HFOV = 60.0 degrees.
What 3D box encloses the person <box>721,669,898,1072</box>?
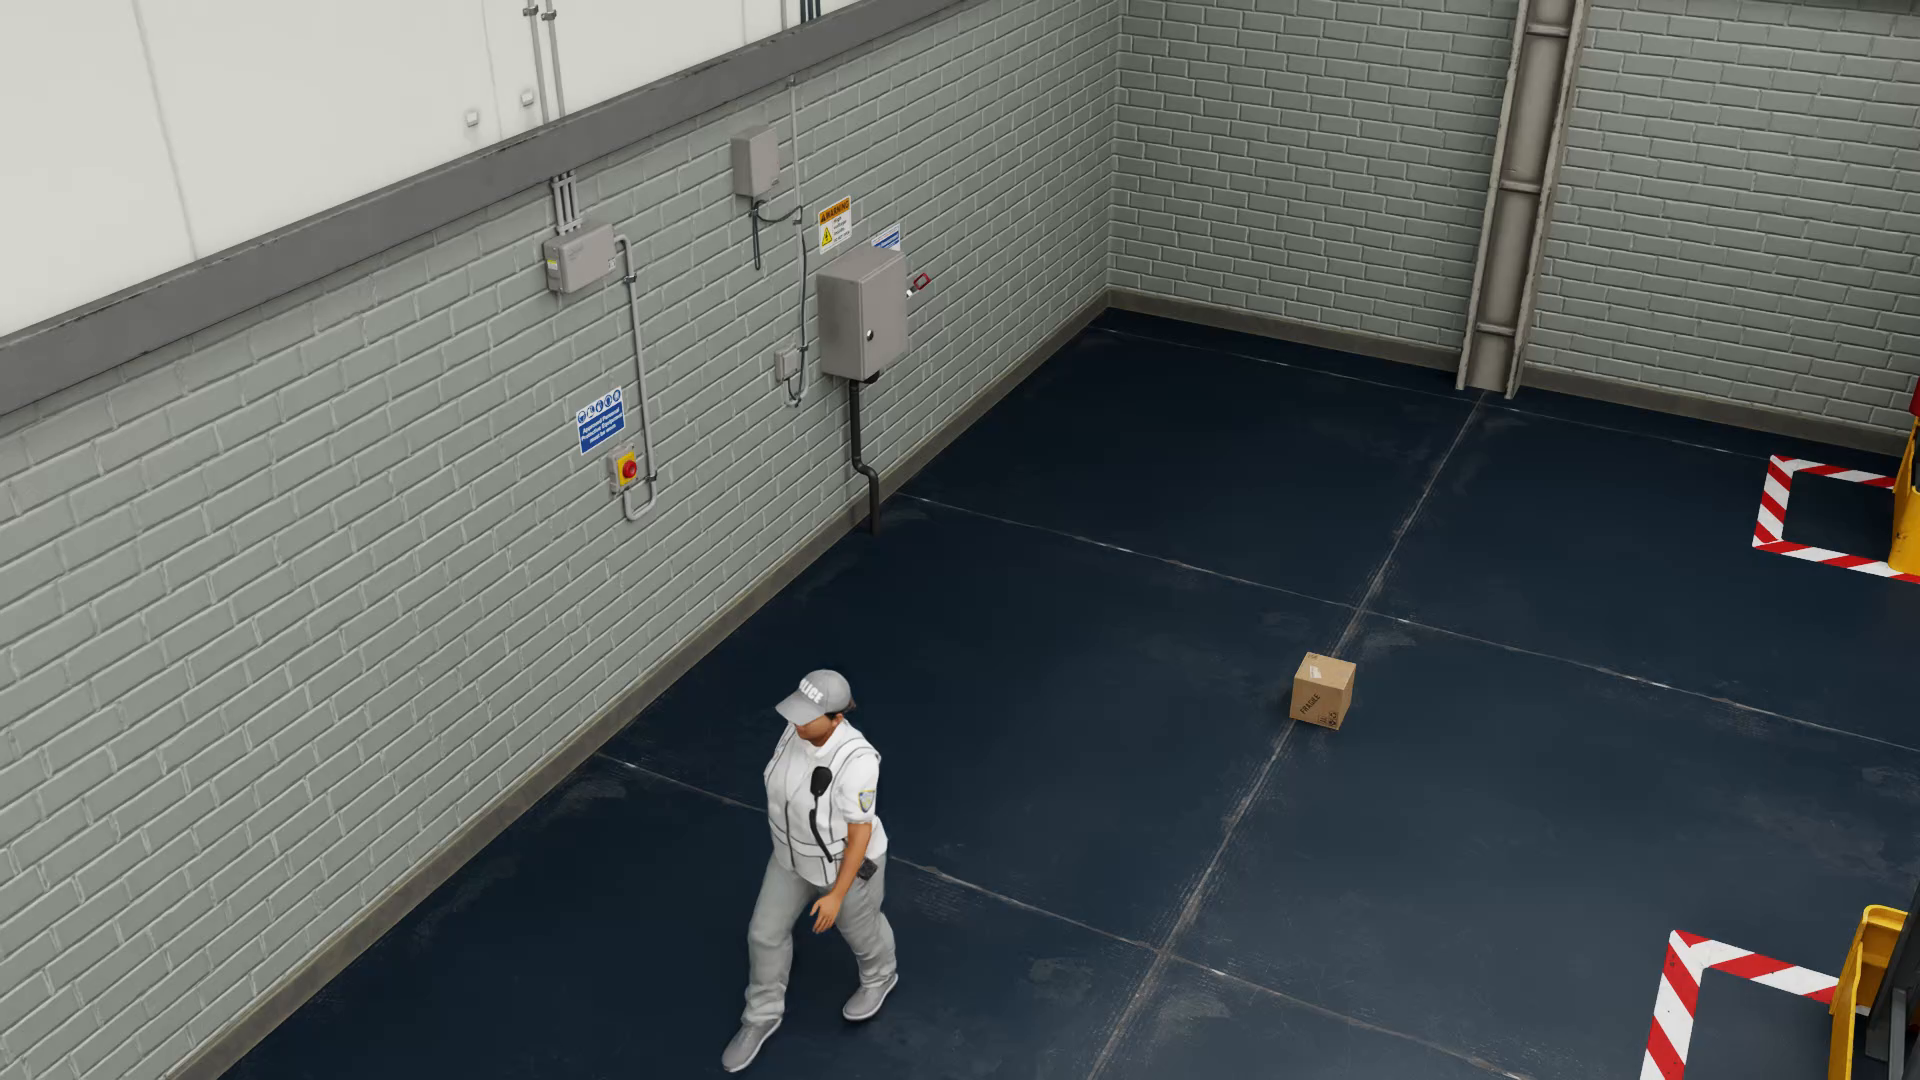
[{"bbox_3d":[-0.550,1.235,6.169,0.489,1.683,0.757,23,37,34],"label":"person"}]
